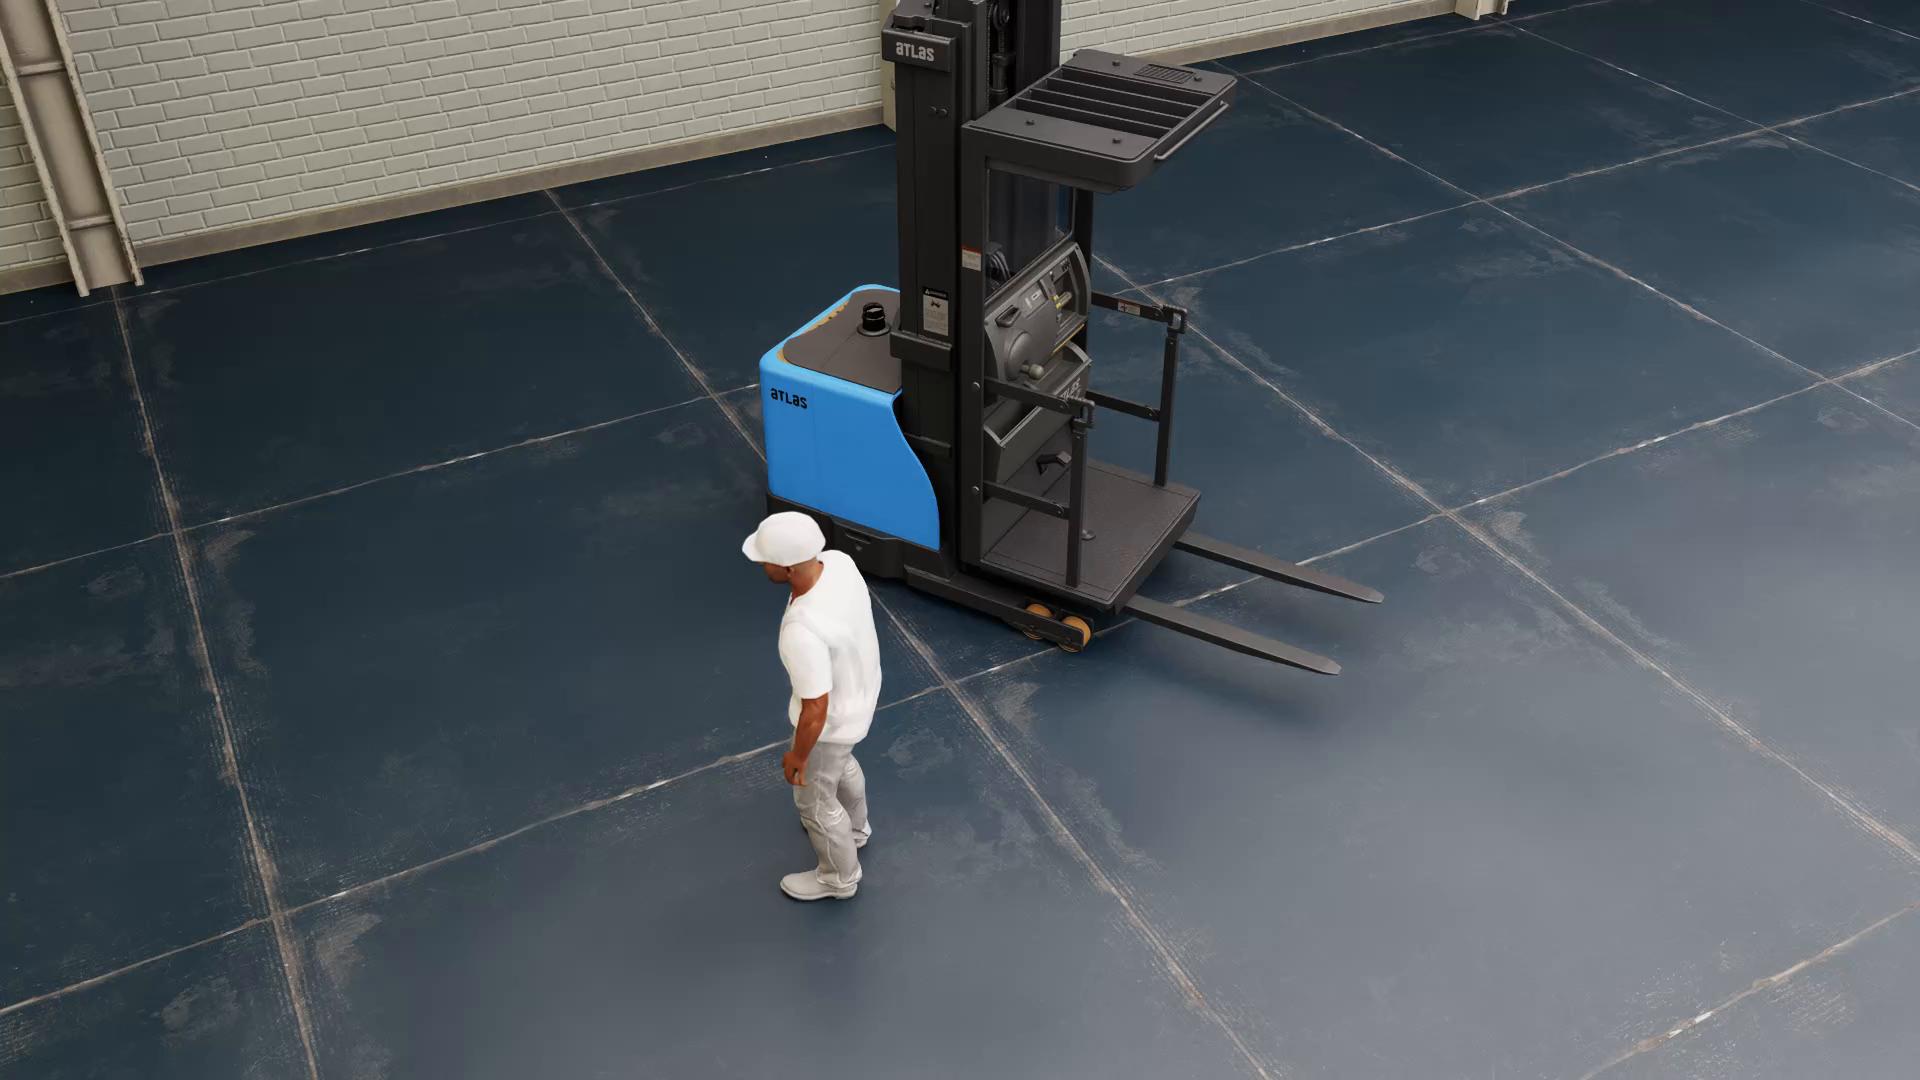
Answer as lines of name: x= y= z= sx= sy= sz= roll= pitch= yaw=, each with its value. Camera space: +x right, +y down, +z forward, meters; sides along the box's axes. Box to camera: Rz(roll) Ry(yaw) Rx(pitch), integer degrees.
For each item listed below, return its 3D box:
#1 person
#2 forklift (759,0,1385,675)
person: x=-0.530 y=0.623 z=6.258 sx=0.460 sy=1.761 sz=0.637 roll=6 pitch=36 yaw=8
forklift: x=0.541 y=-1.017 z=7.561 sx=3.031 sy=2.935 sz=1.130 roll=18 pitch=39 yaw=24
